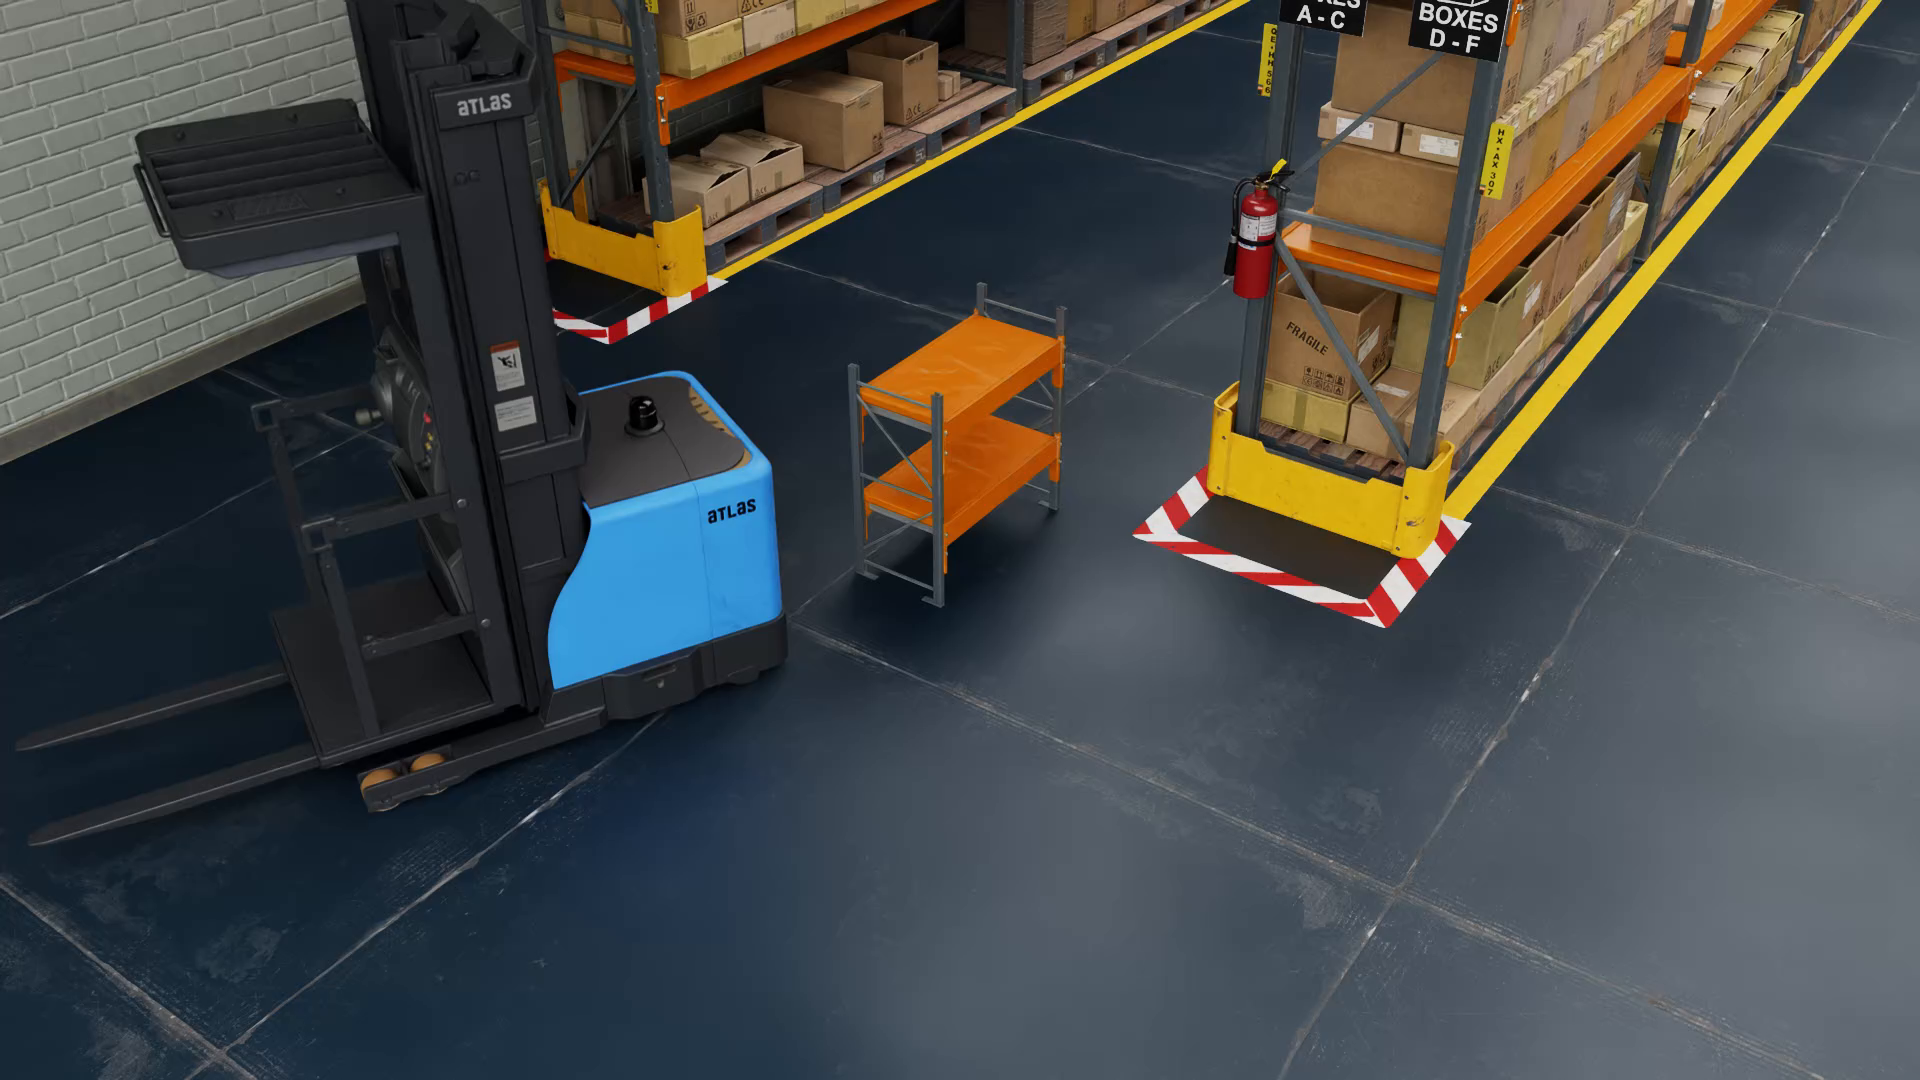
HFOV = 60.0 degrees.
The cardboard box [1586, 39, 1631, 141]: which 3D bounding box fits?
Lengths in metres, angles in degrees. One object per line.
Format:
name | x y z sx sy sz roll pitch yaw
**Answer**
cardboard box | 3.296 -2.614 9.349 0.700 0.500 0.500 22 40 29

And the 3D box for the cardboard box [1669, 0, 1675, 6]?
cardboard box | 4.007 -3.257 9.720 0.380 0.149 0.250 20 39 27

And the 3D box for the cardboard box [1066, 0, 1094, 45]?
cardboard box | 0.717 -4.579 14.182 0.700 0.500 0.500 20 39 27

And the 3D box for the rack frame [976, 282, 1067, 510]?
rack frame | 0.294 -0.703 8.285 0.500 1.125 0.032 21 39 28

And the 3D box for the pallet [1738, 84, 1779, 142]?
pallet | 5.908 -3.573 13.345 1.003 0.211 1.213 21 39 28

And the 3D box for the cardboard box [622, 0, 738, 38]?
cardboard box | -1.705 -3.374 10.008 0.500 0.500 0.500 21 39 28

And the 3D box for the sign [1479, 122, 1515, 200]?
sign | 2.301 -1.624 7.131 0.100 0.325 0.005 21 39 28

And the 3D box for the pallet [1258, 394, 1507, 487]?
pallet | 2.250 -0.623 8.983 1.003 0.211 1.213 21 39 28

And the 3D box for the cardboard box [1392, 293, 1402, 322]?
cardboard box | 2.467 -1.565 9.297 0.500 0.500 0.500 21 39 28

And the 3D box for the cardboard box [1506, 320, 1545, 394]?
cardboard box | 2.904 -1.085 9.256 0.500 0.250 0.500 21 39 28

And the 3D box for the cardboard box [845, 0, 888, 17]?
cardboard box | -0.815 -3.771 11.264 0.500 0.250 0.500 22 40 29

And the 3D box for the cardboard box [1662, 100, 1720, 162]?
cardboard box | 4.859 -2.860 11.381 0.500 0.311 0.500 21 39 28

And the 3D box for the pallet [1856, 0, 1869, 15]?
pallet | 8.258 -5.394 16.038 1.003 0.211 1.213 21 39 28

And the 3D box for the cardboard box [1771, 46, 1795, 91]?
cardboard box | 6.310 -3.809 13.285 0.500 0.250 0.500 22 40 29

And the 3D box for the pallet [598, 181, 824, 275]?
pallet | -1.688 -2.236 11.368 1.003 0.211 1.213 21 39 28

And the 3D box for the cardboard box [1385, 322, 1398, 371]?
cardboard box | 2.186 -1.023 9.165 0.500 0.250 0.500 21 39 28

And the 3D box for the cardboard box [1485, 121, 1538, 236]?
cardboard box | 2.420 -1.908 8.305 0.700 0.500 0.500 22 40 29

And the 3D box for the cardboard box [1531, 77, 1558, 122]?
cardboard box | 2.686 -2.187 8.138 0.380 0.149 0.250 21 39 28

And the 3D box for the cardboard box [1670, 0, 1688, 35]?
cardboard box | 4.374 -3.432 10.781 0.500 0.250 0.500 24 41 31

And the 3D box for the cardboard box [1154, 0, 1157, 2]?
cardboard box | 1.581 -5.274 15.210 0.700 0.500 0.500 21 39 28

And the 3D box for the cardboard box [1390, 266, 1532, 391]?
cardboard box | 2.620 -1.165 8.705 0.500 0.500 0.500 21 39 28

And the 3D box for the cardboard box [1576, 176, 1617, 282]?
cardboard box | 3.467 -1.858 9.731 0.500 0.500 0.500 21 39 28

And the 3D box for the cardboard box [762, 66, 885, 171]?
cardboard box | -0.971 -3.014 11.868 0.700 0.500 0.500 19 38 25

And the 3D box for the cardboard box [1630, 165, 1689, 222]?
cardboard box | 4.562 -2.395 11.194 0.500 0.250 0.500 20 39 27

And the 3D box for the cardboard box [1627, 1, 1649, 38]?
cardboard box | 3.568 -2.902 9.196 0.380 0.149 0.250 21 39 28

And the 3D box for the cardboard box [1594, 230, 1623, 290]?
cardboard box | 3.751 -1.778 10.282 0.500 0.250 0.500 21 39 28

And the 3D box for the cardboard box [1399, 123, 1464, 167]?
cardboard box | 2.249 -1.835 7.617 0.380 0.149 0.250 21 39 28

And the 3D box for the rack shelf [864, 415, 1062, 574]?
rack shelf | 0.004 -0.267 8.076 0.538 0.278 1.000 21 39 28

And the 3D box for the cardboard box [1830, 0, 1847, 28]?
cardboard box | 7.488 -4.831 14.555 0.500 0.500 0.500 21 39 28

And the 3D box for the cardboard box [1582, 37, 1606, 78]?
cardboard box | 3.126 -2.542 8.663 0.380 0.149 0.250 22 40 29

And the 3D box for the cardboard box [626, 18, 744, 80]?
cardboard box | -1.685 -3.063 10.217 0.500 0.250 0.500 20 39 27

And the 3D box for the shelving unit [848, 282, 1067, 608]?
shelving unit | 0.004 -0.469 7.939 0.538 1.125 1.048 21 39 28

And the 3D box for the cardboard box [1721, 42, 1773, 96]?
cardboard box | 5.732 -3.569 12.429 0.500 0.311 0.500 21 39 28

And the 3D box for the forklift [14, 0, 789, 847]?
forklift | -2.300 -0.470 6.329 3.031 2.935 1.130 -17 38 -24

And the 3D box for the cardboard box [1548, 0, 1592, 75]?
cardboard box | 2.737 -2.703 8.322 0.700 0.500 0.500 21 40 28

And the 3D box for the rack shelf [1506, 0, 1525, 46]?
rack shelf | 2.988 -3.278 8.384 1.077 0.370 4.000 21 39 28

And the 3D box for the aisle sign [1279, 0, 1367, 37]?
aisle sign | 1.569 -2.553 7.027 0.394 0.787 0.004 21 39 28

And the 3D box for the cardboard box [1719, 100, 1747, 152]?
cardboard box | 5.439 -3.103 12.240 0.500 0.250 0.500 22 40 29

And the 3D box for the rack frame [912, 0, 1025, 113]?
rack frame | 0.057 -4.834 12.721 1.000 3.000 0.127 21 39 28

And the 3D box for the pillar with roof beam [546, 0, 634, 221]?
pillar with roof beam | 1.002 -4.702 7.170 9.100 9.000 0.400 21 39 28

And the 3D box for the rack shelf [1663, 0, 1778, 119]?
rack shelf | 5.269 -3.876 11.946 1.077 0.370 4.000 21 39 28

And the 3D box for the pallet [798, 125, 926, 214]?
pallet | -0.992 -2.795 12.195 1.003 0.211 1.213 21 39 28
